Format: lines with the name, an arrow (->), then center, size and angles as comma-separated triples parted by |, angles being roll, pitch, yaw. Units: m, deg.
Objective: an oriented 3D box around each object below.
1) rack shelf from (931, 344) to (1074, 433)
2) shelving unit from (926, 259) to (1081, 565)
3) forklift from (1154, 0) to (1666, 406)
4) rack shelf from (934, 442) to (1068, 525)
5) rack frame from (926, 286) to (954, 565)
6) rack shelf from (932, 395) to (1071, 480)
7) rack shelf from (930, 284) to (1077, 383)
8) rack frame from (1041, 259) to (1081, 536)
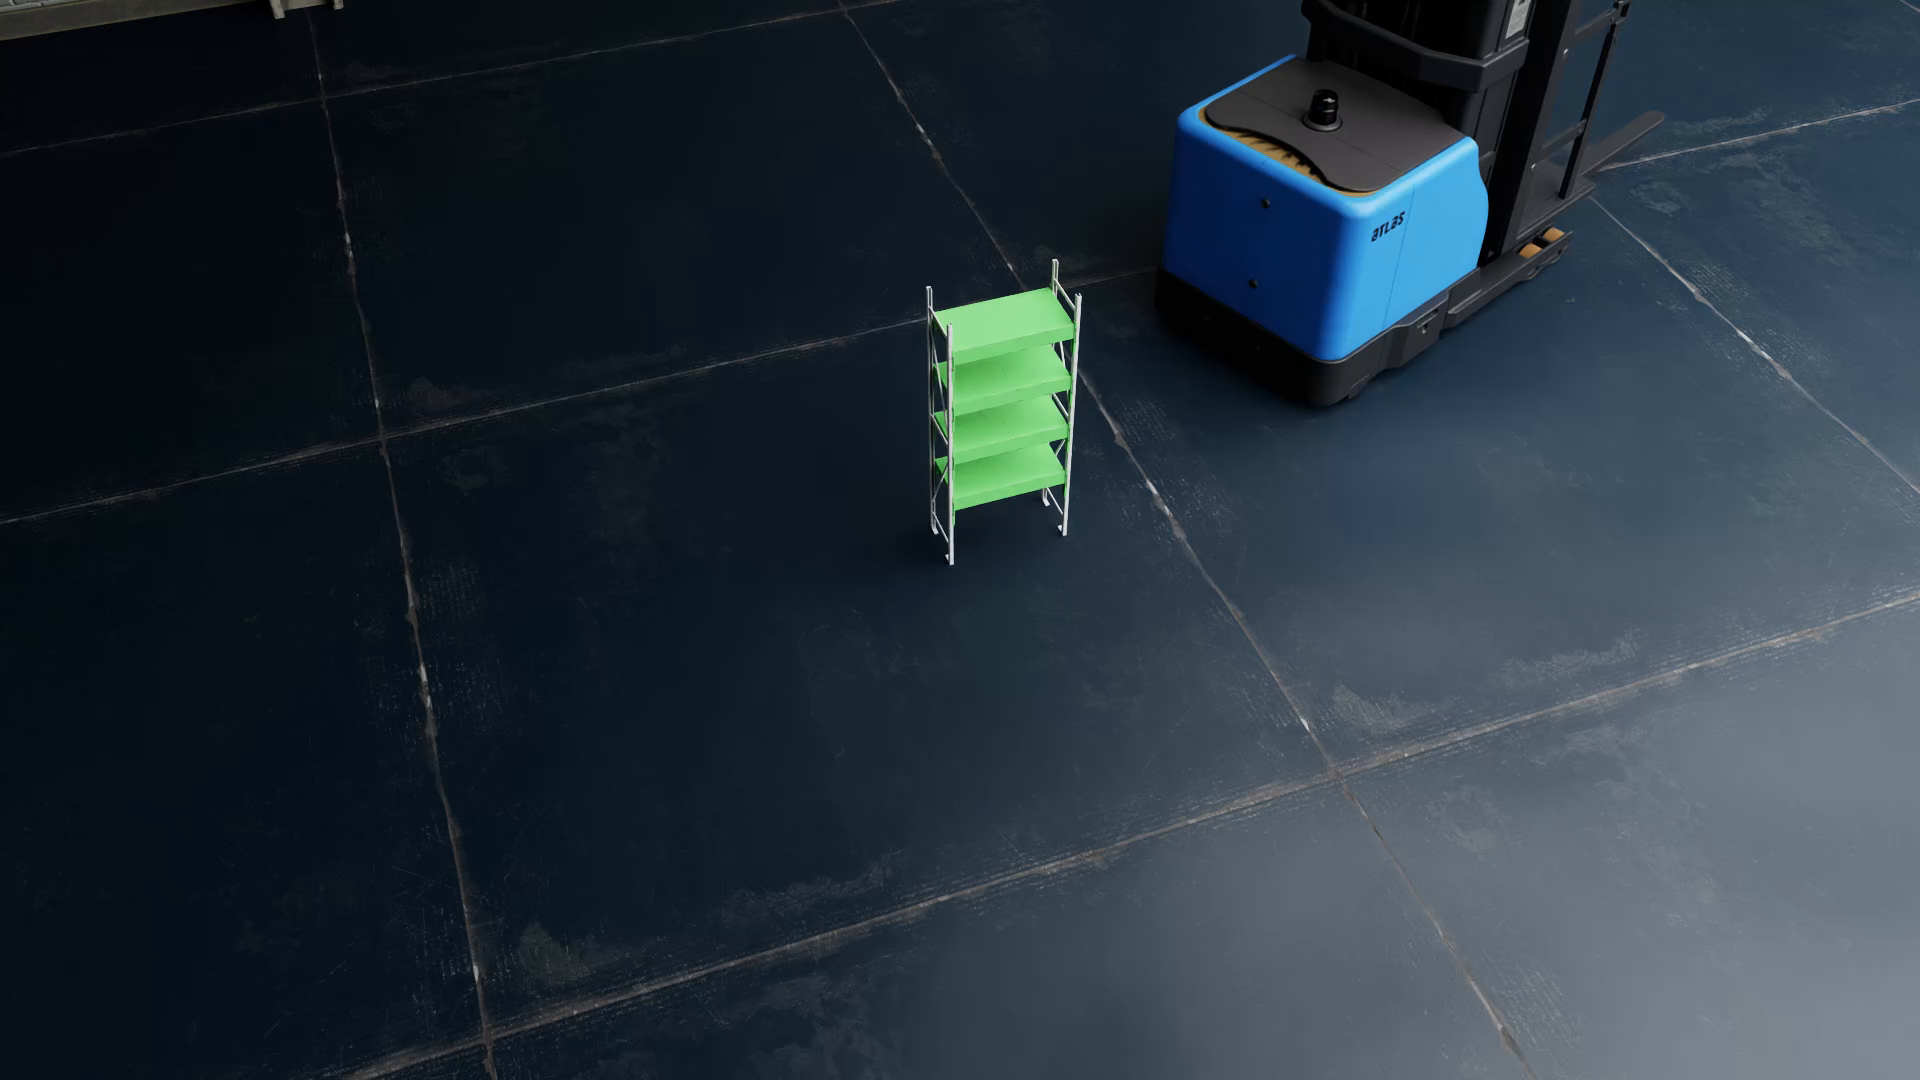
rack shelf -> 0.156, -0.588, 6.240 | 0.480, 0.148, 0.258 | -14, 47, -14
shelving unit -> 0.156, -0.463, 6.365 | 0.503, 1.200, 0.258 | -14, 47, -14
forklift -> 2.328, -2.535, 7.207 | 3.031, 2.935, 1.130 | -33, 54, -29
rack shelf -> 0.156, -0.249, 6.580 | 0.480, 0.148, 0.258 | -14, 47, -14
rack frame -> -0.074, -0.405, 6.306 | 0.015, 1.200, 0.240 | -14, 47, -14
rack shelf -> 0.156, -0.418, 6.410 | 0.480, 0.148, 0.258 | -14, 47, -14
rack shelf -> 0.156, -0.757, 6.070 | 0.480, 0.148, 0.258 | -14, 47, -14
rack frame -> 0.385, -0.522, 6.423 | 0.015, 1.200, 0.240 | -14, 47, -14
